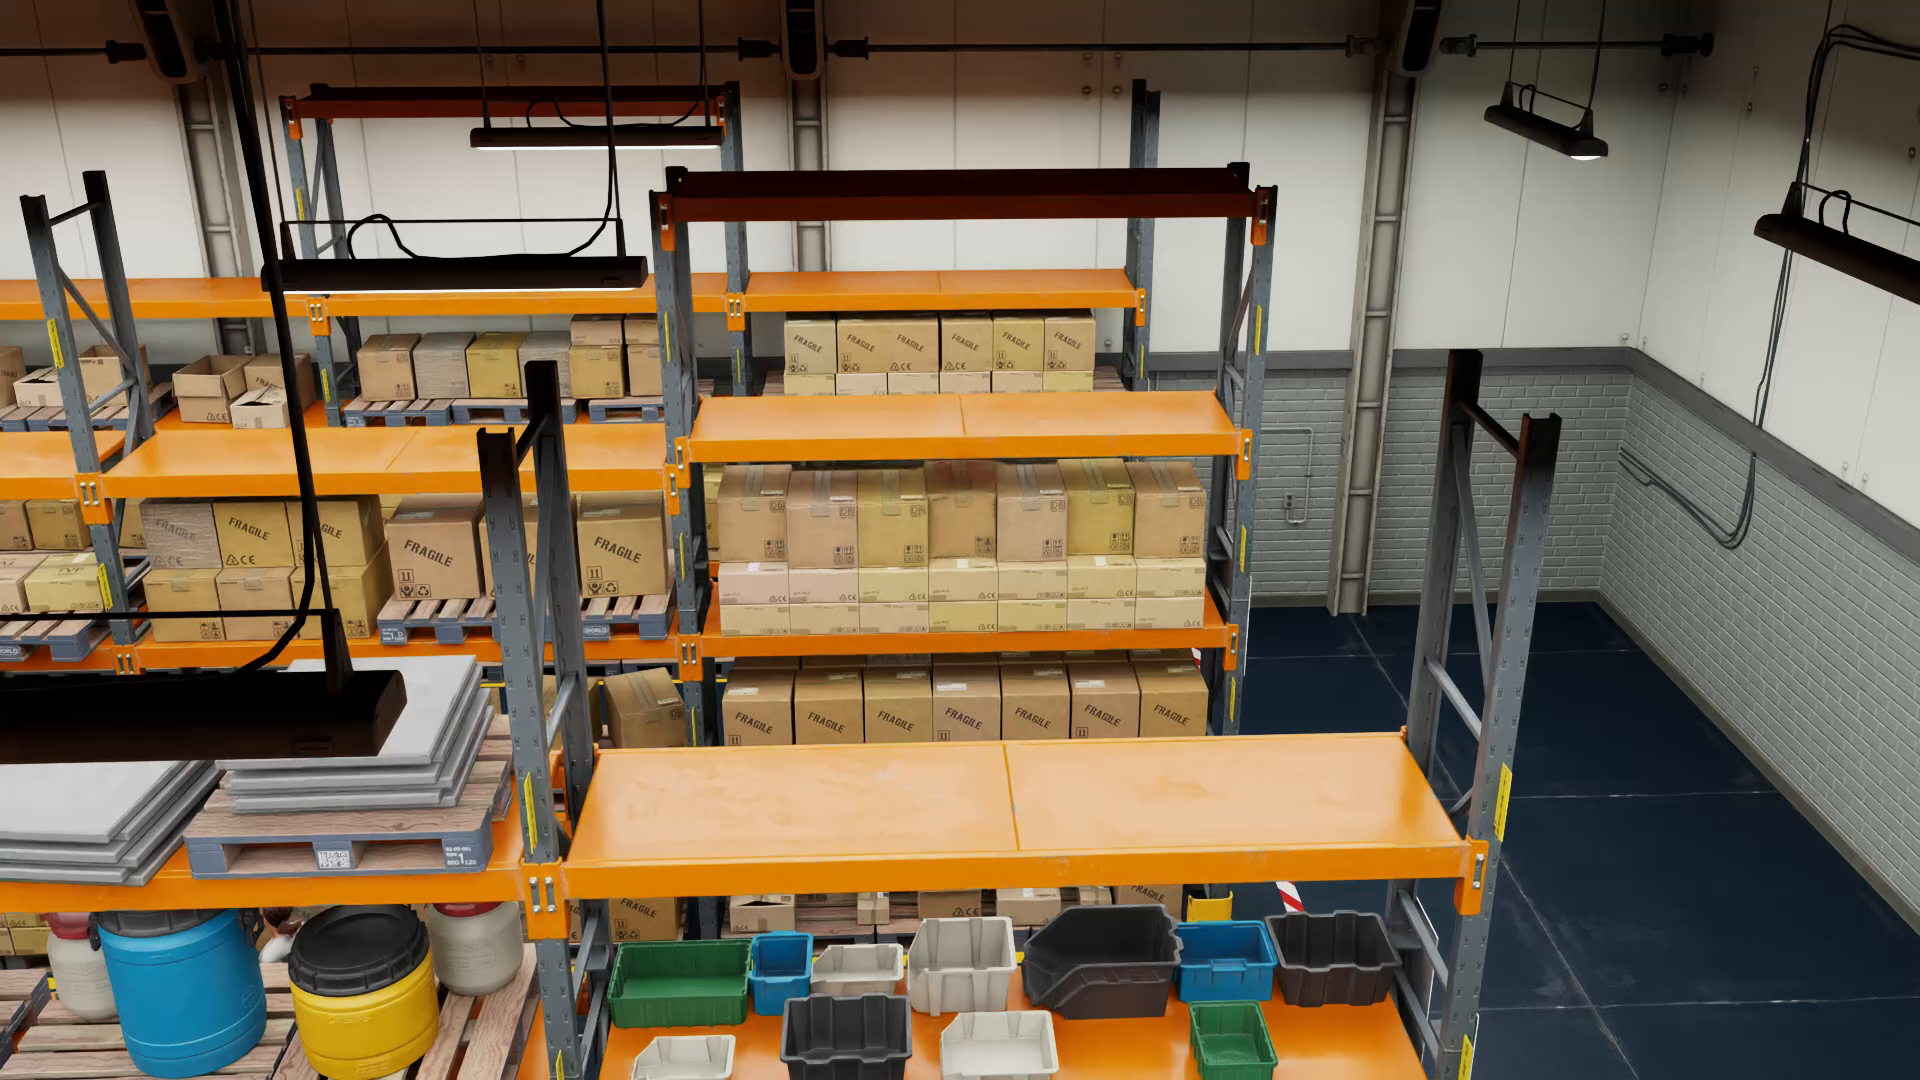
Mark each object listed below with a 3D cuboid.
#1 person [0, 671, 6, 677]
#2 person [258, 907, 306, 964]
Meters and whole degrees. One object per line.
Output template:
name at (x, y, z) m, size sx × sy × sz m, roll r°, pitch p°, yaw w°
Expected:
person at (-9.069, 1.417, 15.368) m, size 0.931 × 1.681 × 0.564 m, roll -11°, pitch 25°, yaw -26°
person at (-4.570, 3.134, 11.266) m, size 0.754 × 1.696 × 0.466 m, roll 2°, pitch 22°, yaw 5°
